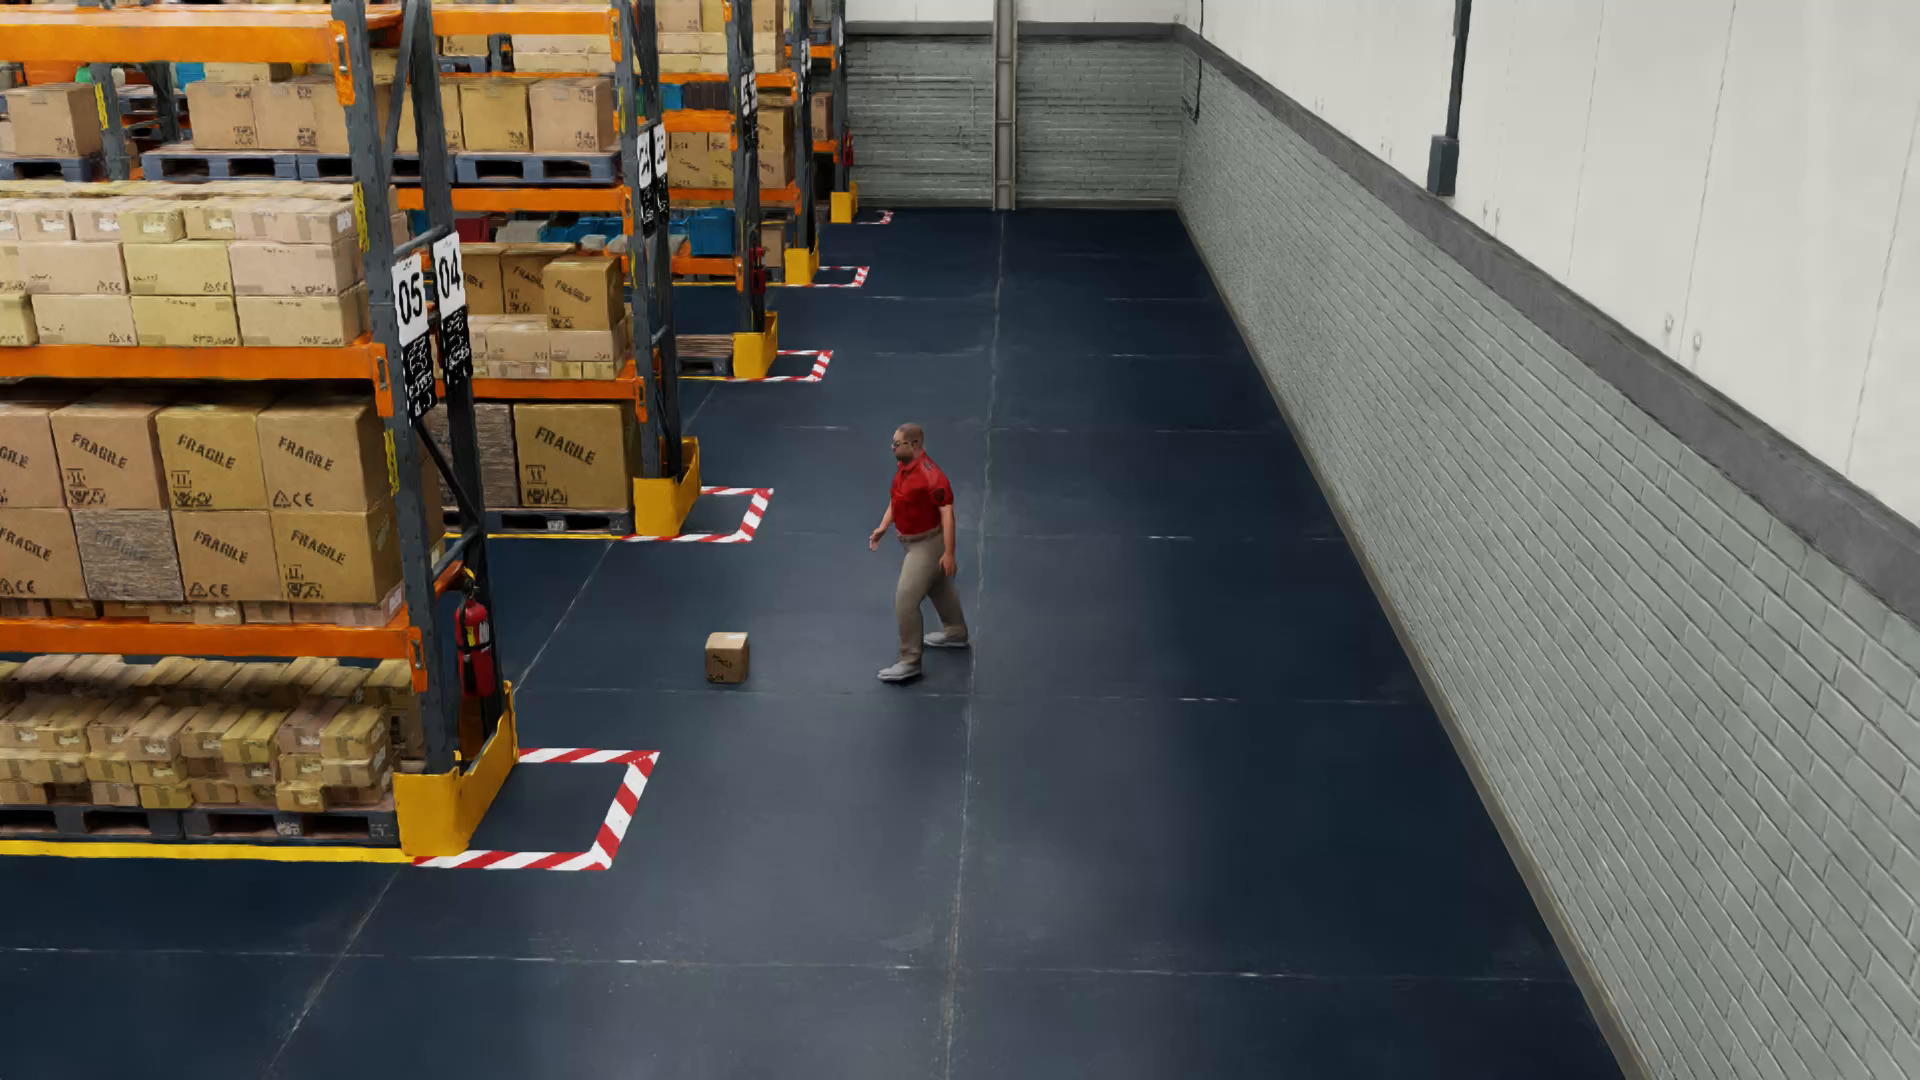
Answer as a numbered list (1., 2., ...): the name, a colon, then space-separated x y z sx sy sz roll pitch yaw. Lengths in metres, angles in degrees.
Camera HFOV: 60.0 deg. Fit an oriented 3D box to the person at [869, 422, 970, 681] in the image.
1. person: -0.255 0.030 11.059 0.765 1.683 0.655 -6 22 -16
